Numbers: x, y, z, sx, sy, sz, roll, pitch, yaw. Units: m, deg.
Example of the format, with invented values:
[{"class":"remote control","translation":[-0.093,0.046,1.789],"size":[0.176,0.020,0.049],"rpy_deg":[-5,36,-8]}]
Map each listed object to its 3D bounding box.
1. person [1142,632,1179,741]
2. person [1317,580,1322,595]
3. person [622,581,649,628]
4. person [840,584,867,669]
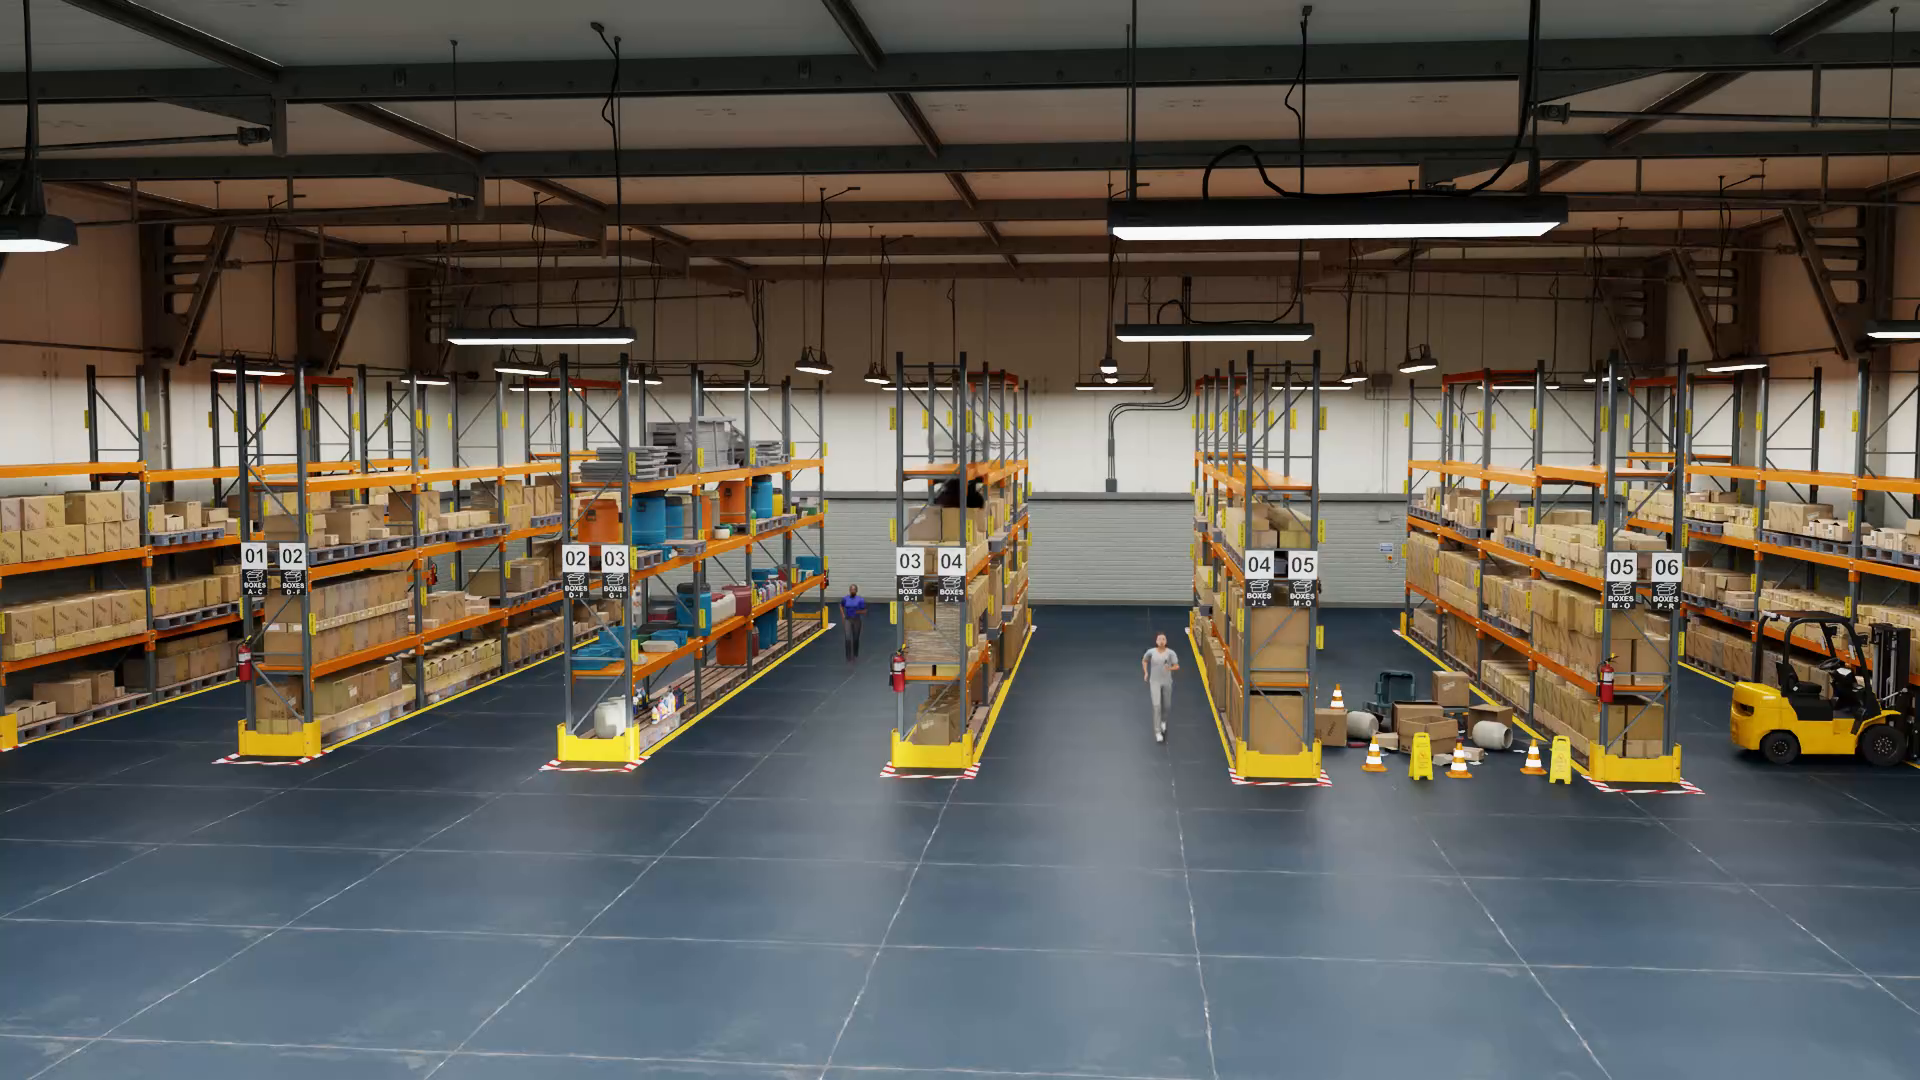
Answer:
[{"class":"person","translation":[3.172,2.276,26.278],"size":[0.564,1.655,0.969],"rpy_deg":[0,4,2]},{"class":"person","translation":[7.810,1.461,37.486],"size":[0.721,1.750,0.958],"rpy_deg":[0,4,-5]},{"class":"person","translation":[-7.044,1.620,36.071],"size":[0.628,1.693,0.967],"rpy_deg":[0,4,4]},{"class":"person","translation":[-2.191,1.752,34.127],"size":[0.565,1.712,0.824],"rpy_deg":[0,4,-3]}]
